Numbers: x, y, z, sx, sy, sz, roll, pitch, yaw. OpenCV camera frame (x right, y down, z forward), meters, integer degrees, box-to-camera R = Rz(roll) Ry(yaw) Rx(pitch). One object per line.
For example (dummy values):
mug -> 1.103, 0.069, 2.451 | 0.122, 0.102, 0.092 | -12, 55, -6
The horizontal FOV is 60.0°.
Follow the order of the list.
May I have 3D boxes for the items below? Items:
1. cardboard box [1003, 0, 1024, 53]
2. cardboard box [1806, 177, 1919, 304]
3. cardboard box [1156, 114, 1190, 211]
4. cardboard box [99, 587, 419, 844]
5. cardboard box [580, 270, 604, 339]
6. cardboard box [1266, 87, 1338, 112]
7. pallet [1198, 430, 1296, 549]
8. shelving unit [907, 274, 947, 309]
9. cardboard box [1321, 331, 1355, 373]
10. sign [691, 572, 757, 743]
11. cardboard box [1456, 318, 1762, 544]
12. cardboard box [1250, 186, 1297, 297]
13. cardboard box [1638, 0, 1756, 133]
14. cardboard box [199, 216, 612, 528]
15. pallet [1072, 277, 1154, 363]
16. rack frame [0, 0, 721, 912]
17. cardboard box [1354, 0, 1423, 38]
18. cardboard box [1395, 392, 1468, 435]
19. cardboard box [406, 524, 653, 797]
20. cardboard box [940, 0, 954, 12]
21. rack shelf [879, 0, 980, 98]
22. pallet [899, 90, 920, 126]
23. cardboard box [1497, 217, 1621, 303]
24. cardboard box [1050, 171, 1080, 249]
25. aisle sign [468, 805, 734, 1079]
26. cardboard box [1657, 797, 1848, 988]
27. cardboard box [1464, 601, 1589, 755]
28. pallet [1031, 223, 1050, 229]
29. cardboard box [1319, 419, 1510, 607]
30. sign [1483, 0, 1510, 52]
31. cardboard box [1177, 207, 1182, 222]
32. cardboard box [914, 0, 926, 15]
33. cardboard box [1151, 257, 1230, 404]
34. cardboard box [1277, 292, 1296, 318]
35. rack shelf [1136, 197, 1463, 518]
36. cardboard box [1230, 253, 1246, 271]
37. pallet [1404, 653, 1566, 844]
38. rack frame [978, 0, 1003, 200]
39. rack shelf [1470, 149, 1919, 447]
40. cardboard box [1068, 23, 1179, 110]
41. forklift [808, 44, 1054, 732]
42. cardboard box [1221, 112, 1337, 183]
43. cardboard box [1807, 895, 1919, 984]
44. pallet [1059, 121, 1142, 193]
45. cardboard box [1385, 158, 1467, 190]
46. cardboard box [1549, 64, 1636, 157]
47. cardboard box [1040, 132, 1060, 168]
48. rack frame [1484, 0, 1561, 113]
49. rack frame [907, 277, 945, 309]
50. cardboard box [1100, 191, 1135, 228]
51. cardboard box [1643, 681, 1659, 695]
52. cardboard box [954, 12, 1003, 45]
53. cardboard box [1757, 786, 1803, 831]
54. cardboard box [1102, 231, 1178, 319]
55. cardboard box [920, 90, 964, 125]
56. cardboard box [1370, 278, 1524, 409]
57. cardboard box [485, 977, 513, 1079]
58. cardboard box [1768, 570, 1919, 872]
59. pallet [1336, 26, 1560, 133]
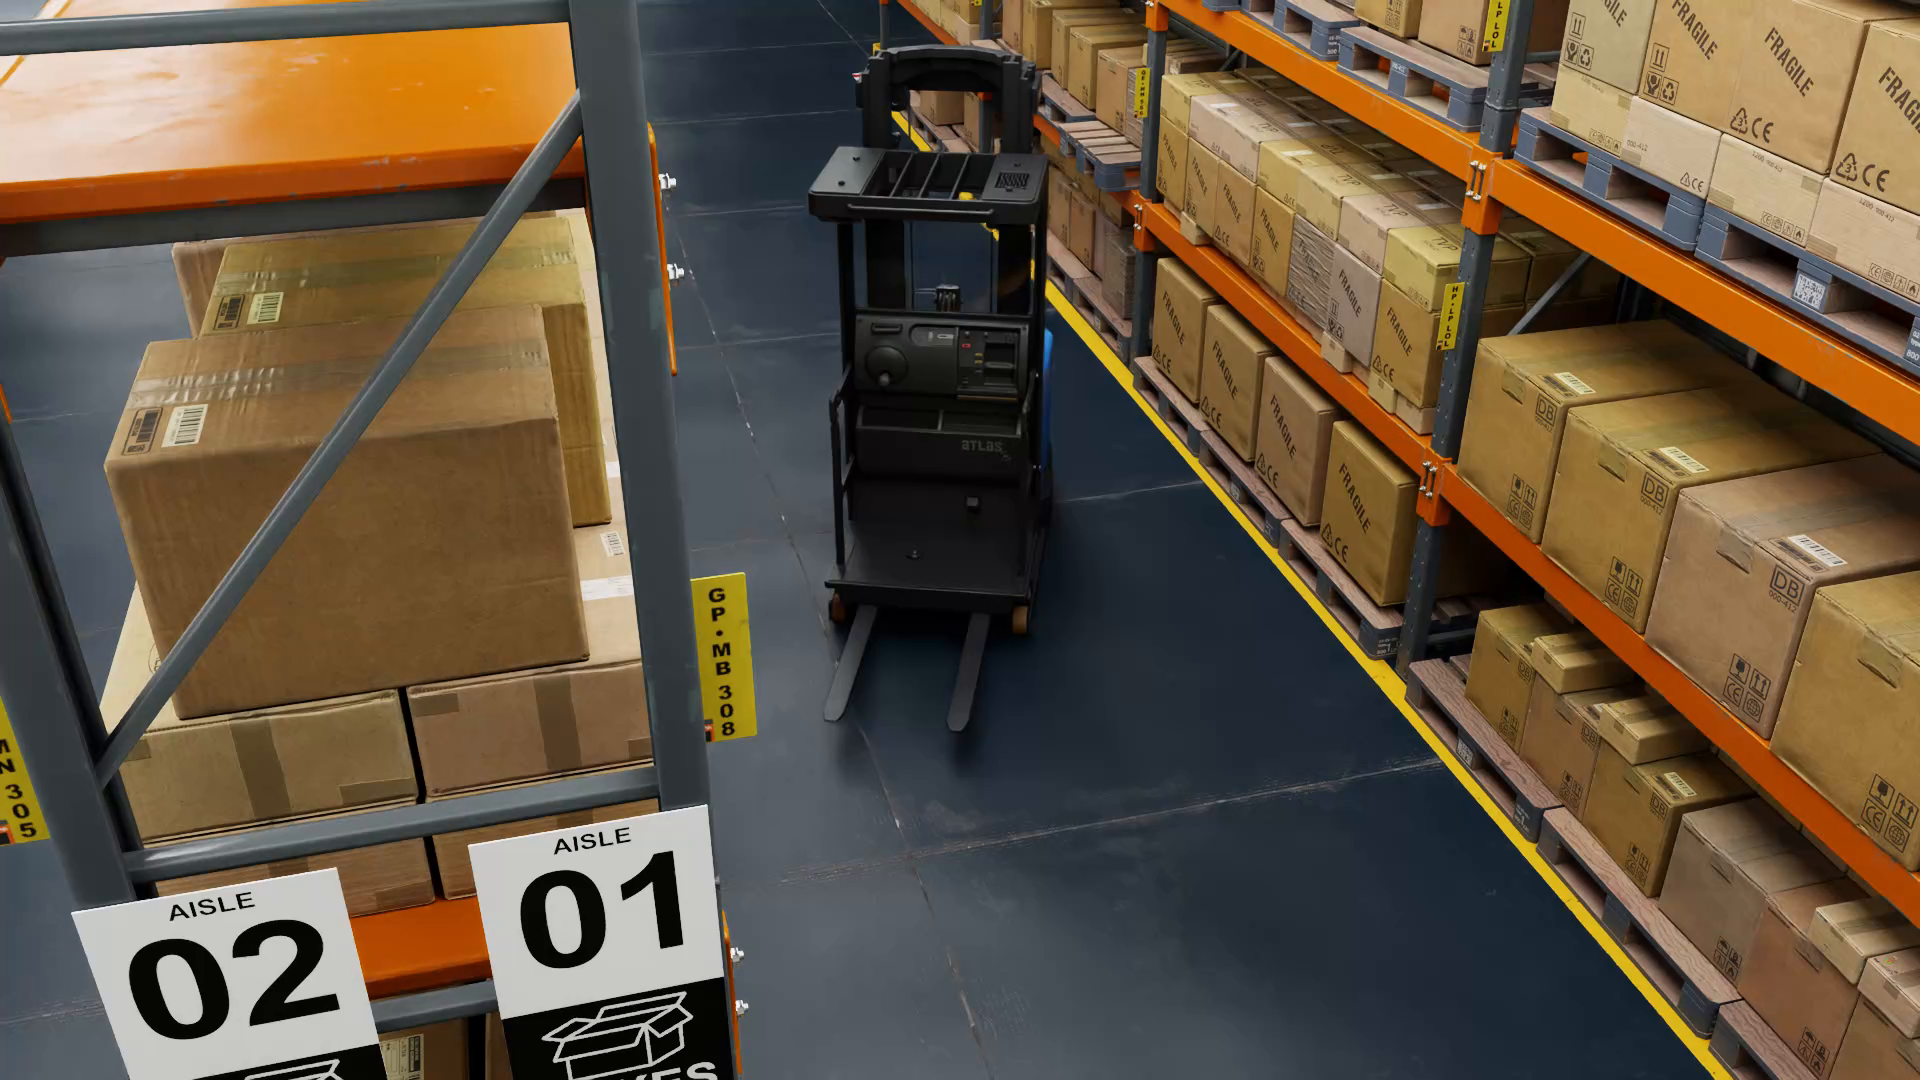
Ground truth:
cardboard box -> 0.771, -4.490, 14.206 | 0.700, 0.500, 0.500 | -8, 31, -13
cardboard box -> 3.122, -0.990, 5.333 | 0.500, 0.250, 0.500 | -9, 31, -15
cardboard box -> 1.613, -2.487, 10.867 | 0.500, 0.500, 0.500 | -7, 31, -12
cardboard box -> -1.303, 0.285, 3.150 | 0.500, 0.250, 0.500 | -8, 31, -13
cardboard box -> -1.200, -0.508, 4.521 | 0.500, 0.250, 0.500 | -8, 31, -13
cardboard box -> 2.235, -2.645, 10.391 | 0.500, 0.250, 0.500 | -9, 31, -15
pallet -> 2.188, -0.389, 10.443 | 1.003, 0.211, 1.213 | -8, 31, -13
shelving unit -> -0.215, -1.088, 10.652 | 0.258, 1.200, 0.189 | 1, 15, 2
cardboard box -> 2.188, -1.038, 9.012 | 0.380, 0.149, 0.250 | -8, 31, -13
sign -> -0.398, 0.201, 2.773 | 0.100, 0.325, 0.005 | -8, 31, -13
cardboard box -> 2.921, -0.509, 7.566 | 0.980, 0.700, 0.700 | -7, 31, -13
cardboard box -> 2.019, -1.743, 9.581 | 0.500, 0.500, 0.500 | -7, 31, -12
cardboard box -> 2.854, -1.797, 5.979 | 0.500, 0.500, 0.500 | -8, 31, -14
cardboard box -> -1.124, -0.324, 3.454 | 0.700, 0.500, 0.500 | -8, 31, -13
pallet -> 1.525, -1.746, 12.787 | 1.003, 0.211, 1.213 | -8, 31, -13
rack frame -> -0.921, -0.647, 2.116 | 1.000, 3.000, 0.127 | -8, 31, -13
cardboard box -> 2.455, -2.875, 8.420 | 0.700, 0.500, 0.500 | -8, 31, -14
cardboard box -> 2.430, -0.669, 8.373 | 0.380, 0.149, 0.250 | -8, 31, -13
cardboard box -> -0.806, 0.217, 3.268 | 0.500, 0.250, 0.500 | -8, 31, -13
cardboard box -> 0.108, -5.203, 15.357 | 0.500, 0.500, 0.500 | -8, 31, -14
rack shelf -> 0.138, -5.162, 16.622 | 1.077, 0.370, 4.000 | -8, 31, -13
pallet -> -0.191, -4.798, 18.060 | 1.003, 0.211, 1.213 | -8, 31, -13
cardboard box -> 2.922, -1.405, 8.249 | 0.500, 0.250, 0.500 | -7, 31, -12
cardboard box -> 1.163, -2.768, 13.824 | 0.700, 0.500, 0.500 | -8, 31, -13
aisle sign -> -0.620, 0.818, 2.978 | 0.394, 0.787, 0.004 | -8, 31, -13
cardboard box -> 3.305, 1.380, 6.679 | 0.700, 0.500, 0.500 | -9, 31, -15
cardboard box -> 2.892, 0.632, 7.971 | 0.700, 0.500, 0.500 | -7, 31, -13
pallet -> 0.877, -2.924, 14.823 | 1.003, 0.211, 1.213 | -8, 31, -13
cardboard box -> 2.495, -0.191, 9.044 | 0.750, 0.750, 0.750 | -7, 31, -13
sign -> 2.272, -2.224, 7.005 | 0.100, 0.325, 0.005 | -8, 31, -13
cardboard box -> 1.653, -2.162, 10.953 | 0.380, 0.149, 0.250 | -7, 31, -13
cardboard box -> -0.156, -5.365, 16.385 | 0.500, 0.250, 0.500 | -8, 31, -13
cardboard box -> 1.800, -1.454, 11.225 | 0.750, 0.750, 0.750 | -8, 31, -14
cardboard box -> 2.075, -1.418, 9.667 | 0.380, 0.149, 0.250 | -7, 31, -12
rack shelf -> 2.262, -1.298, 9.947 | 1.077, 0.370, 4.000 | -8, 31, -13
cardboard box -> 1.905, -1.793, 10.316 | 0.380, 0.149, 0.250 | -7, 31, -12
pallet -> 2.919, 0.941, 8.144 | 1.003, 0.211, 1.213 | -8, 31, -13
rack frame -> 0.669, -4.507, 14.773 | 1.000, 3.000, 0.127 | -8, 31, -13
rack shelf -> 3.323, -0.664, 5.858 | 1.077, 0.370, 4.000 | -8, 31, -13
cardboard box -> 1.244, -3.633, 12.725 | 0.700, 0.500, 0.500 | -8, 31, -13
forklift -> -0.125, -0.934, 8.670 | 1.130, 2.935, 3.031 | 4, 30, 6
cardboard box -> 1.883, -2.326, 9.841 | 0.500, 0.250, 0.500 | -8, 31, -13
cardboard box -> 3.294, 1.422, 5.958 | 0.380, 0.149, 0.250 | -7, 31, -12
pallet -> 1.439, -2.822, 12.054 | 1.213, 0.211, 1.003 | -8, 31, -13
cardboard box -> 2.638, -1.898, 9.101 | 0.500, 0.250, 0.500 | -9, 31, -15
cardboard box -> 2.722, -1.733, 6.617 | 0.500, 0.250, 0.500 | -8, 31, -13
cardboard box -> 1.001, -3.375, 14.124 | 0.500, 0.250, 0.500 | -8, 31, -14
rack frame -> 2.793, -3.240, 6.595 | 1.000, 3.000, 0.127 | -8, 31, -13
rack frame -> -0.219, -1.063, 10.564 | 0.240, 1.200, 0.006 | 1, 15, 2
cardboard box -> 1.399, -2.633, 12.843 | 0.500, 0.250, 0.500 | -7, 31, -12
cardboard box -> 3.257, 0.636, 7.316 | 0.380, 0.149, 0.250 | -9, 31, -15
cardboard box -> 0.251, -4.639, 15.132 | 0.500, 0.250, 0.500 | -8, 31, -13
cardboard box -> 3.460, 1.005, 6.679 | 0.380, 0.149, 0.250 | -8, 31, -13
cardboard box -> 1.489, -2.024, 12.540 | 0.700, 0.500, 0.500 | -7, 31, -13
cardboard box -> 0.002, -4.565, 16.930 | 0.700, 0.500, 0.500 | -10, 31, -16
cardboard box -> 2.427, -1.013, 8.321 | 0.500, 0.500, 0.500 | -8, 31, -14
cardboard box -> -0.784, 1.224, 3.774 | 0.500, 0.500, 0.500 | -7, 31, -12
cardboard box -> 3.505, 0.564, 5.713 | 0.980, 0.700, 0.700 | -8, 31, -14
pallet -> 2.502, -2.295, 8.148 | 0.805, 0.209, 1.217 | -9, 31, -15
